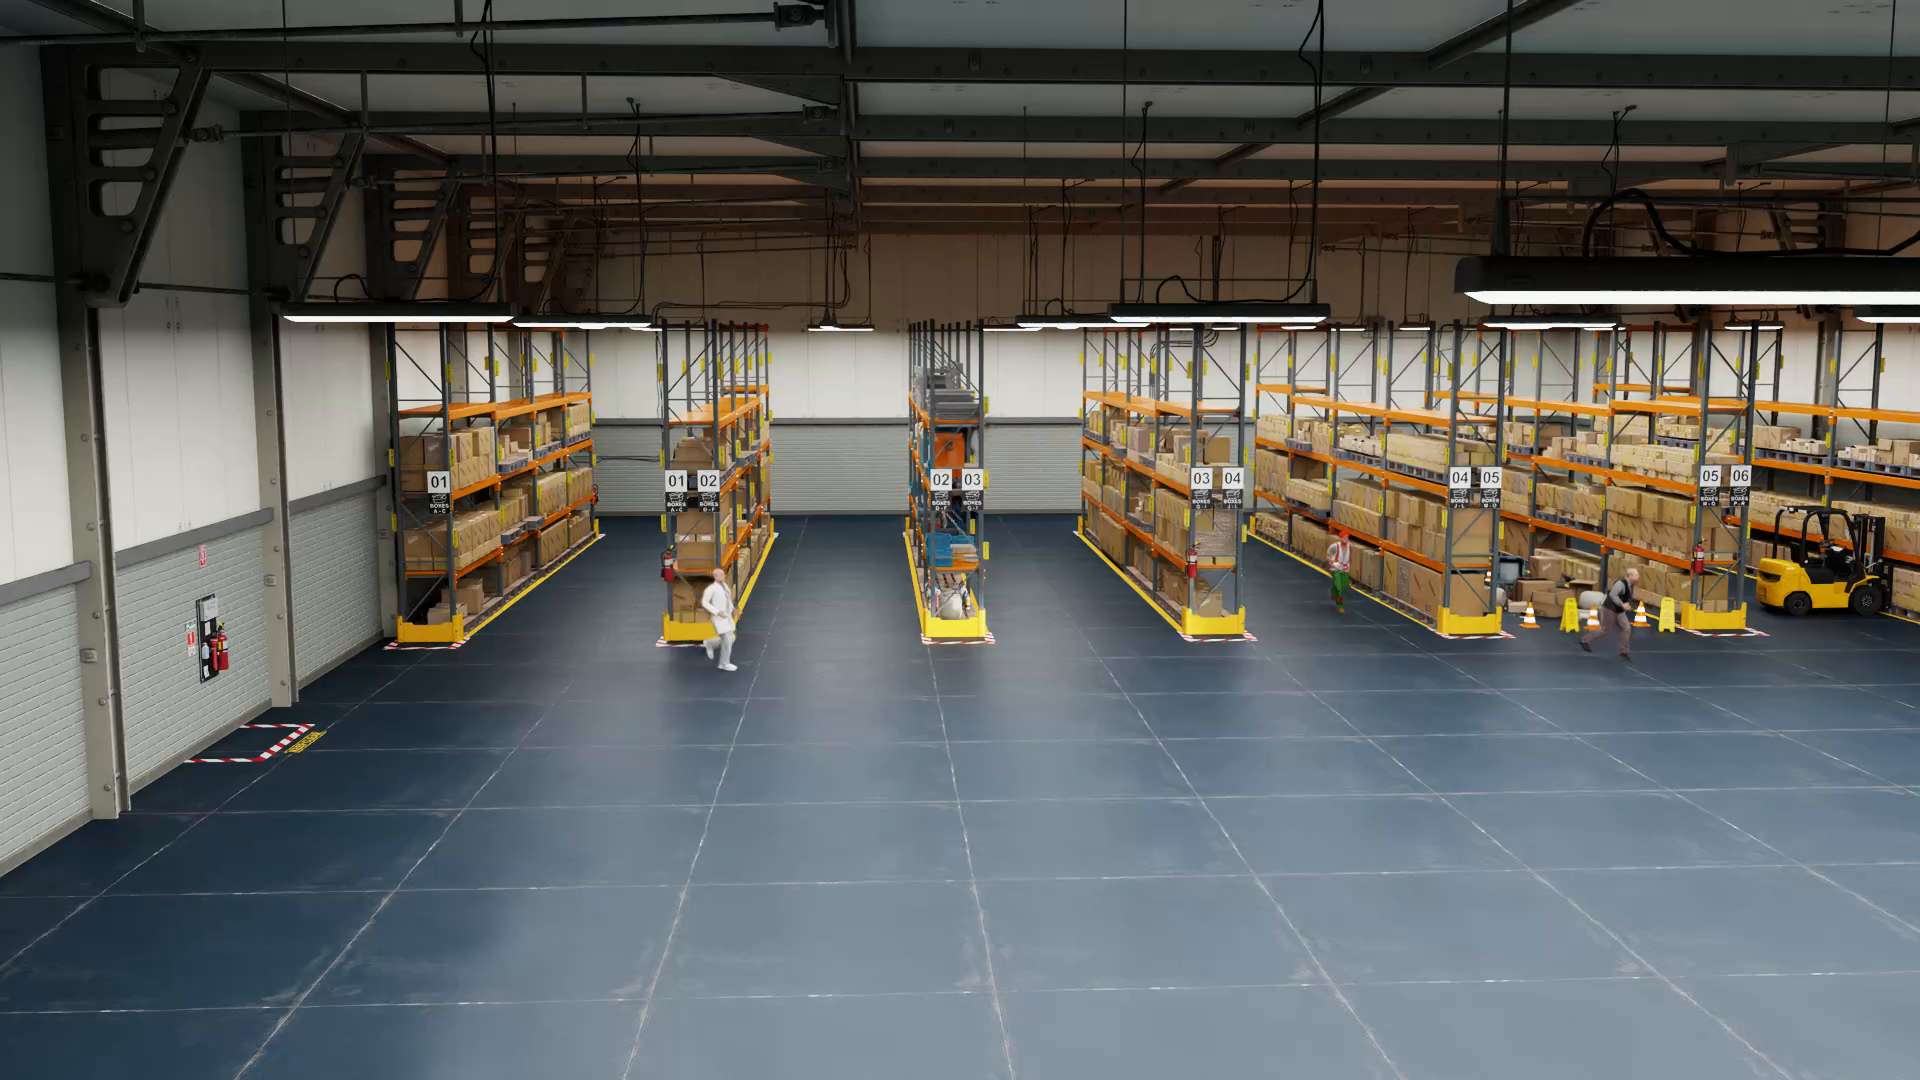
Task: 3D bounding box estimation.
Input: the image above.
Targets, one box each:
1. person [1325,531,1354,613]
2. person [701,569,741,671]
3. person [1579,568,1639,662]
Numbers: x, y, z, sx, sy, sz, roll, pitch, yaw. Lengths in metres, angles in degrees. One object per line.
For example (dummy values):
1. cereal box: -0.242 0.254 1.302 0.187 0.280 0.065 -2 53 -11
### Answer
1. person: 7.830 0.649 34.397 0.645 1.731 0.778 -1 7 -9
2. person: -4.152 1.357 28.517 0.719 1.744 0.712 3 8 24
3. person: 11.502 1.295 29.467 1.007 1.681 0.674 6 9 38
